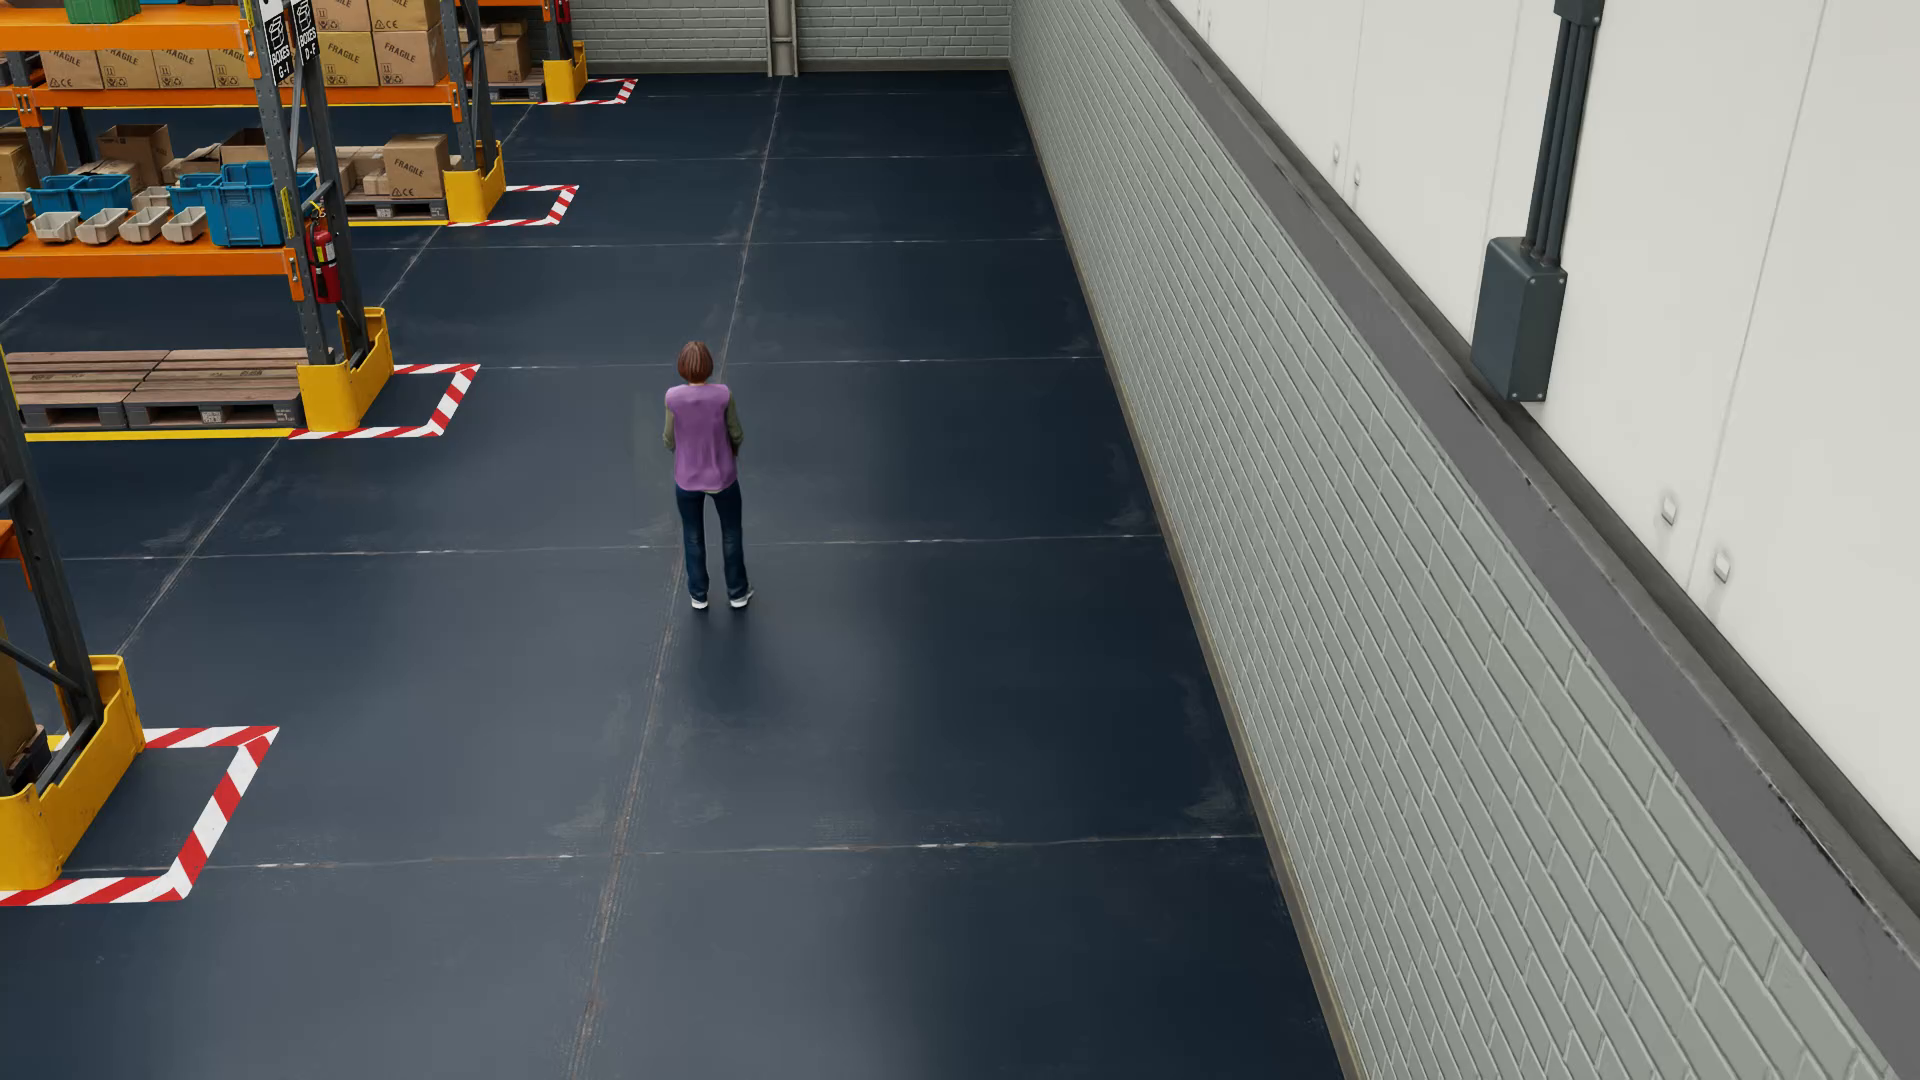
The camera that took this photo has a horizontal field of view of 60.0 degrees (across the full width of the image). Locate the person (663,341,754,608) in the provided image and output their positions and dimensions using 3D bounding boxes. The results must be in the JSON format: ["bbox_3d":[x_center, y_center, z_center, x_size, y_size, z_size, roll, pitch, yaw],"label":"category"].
[{"bbox_3d":[-1.417,-0.365,9.309,0.444,1.603,0.397,-2,28,-3],"label":"person"}]
